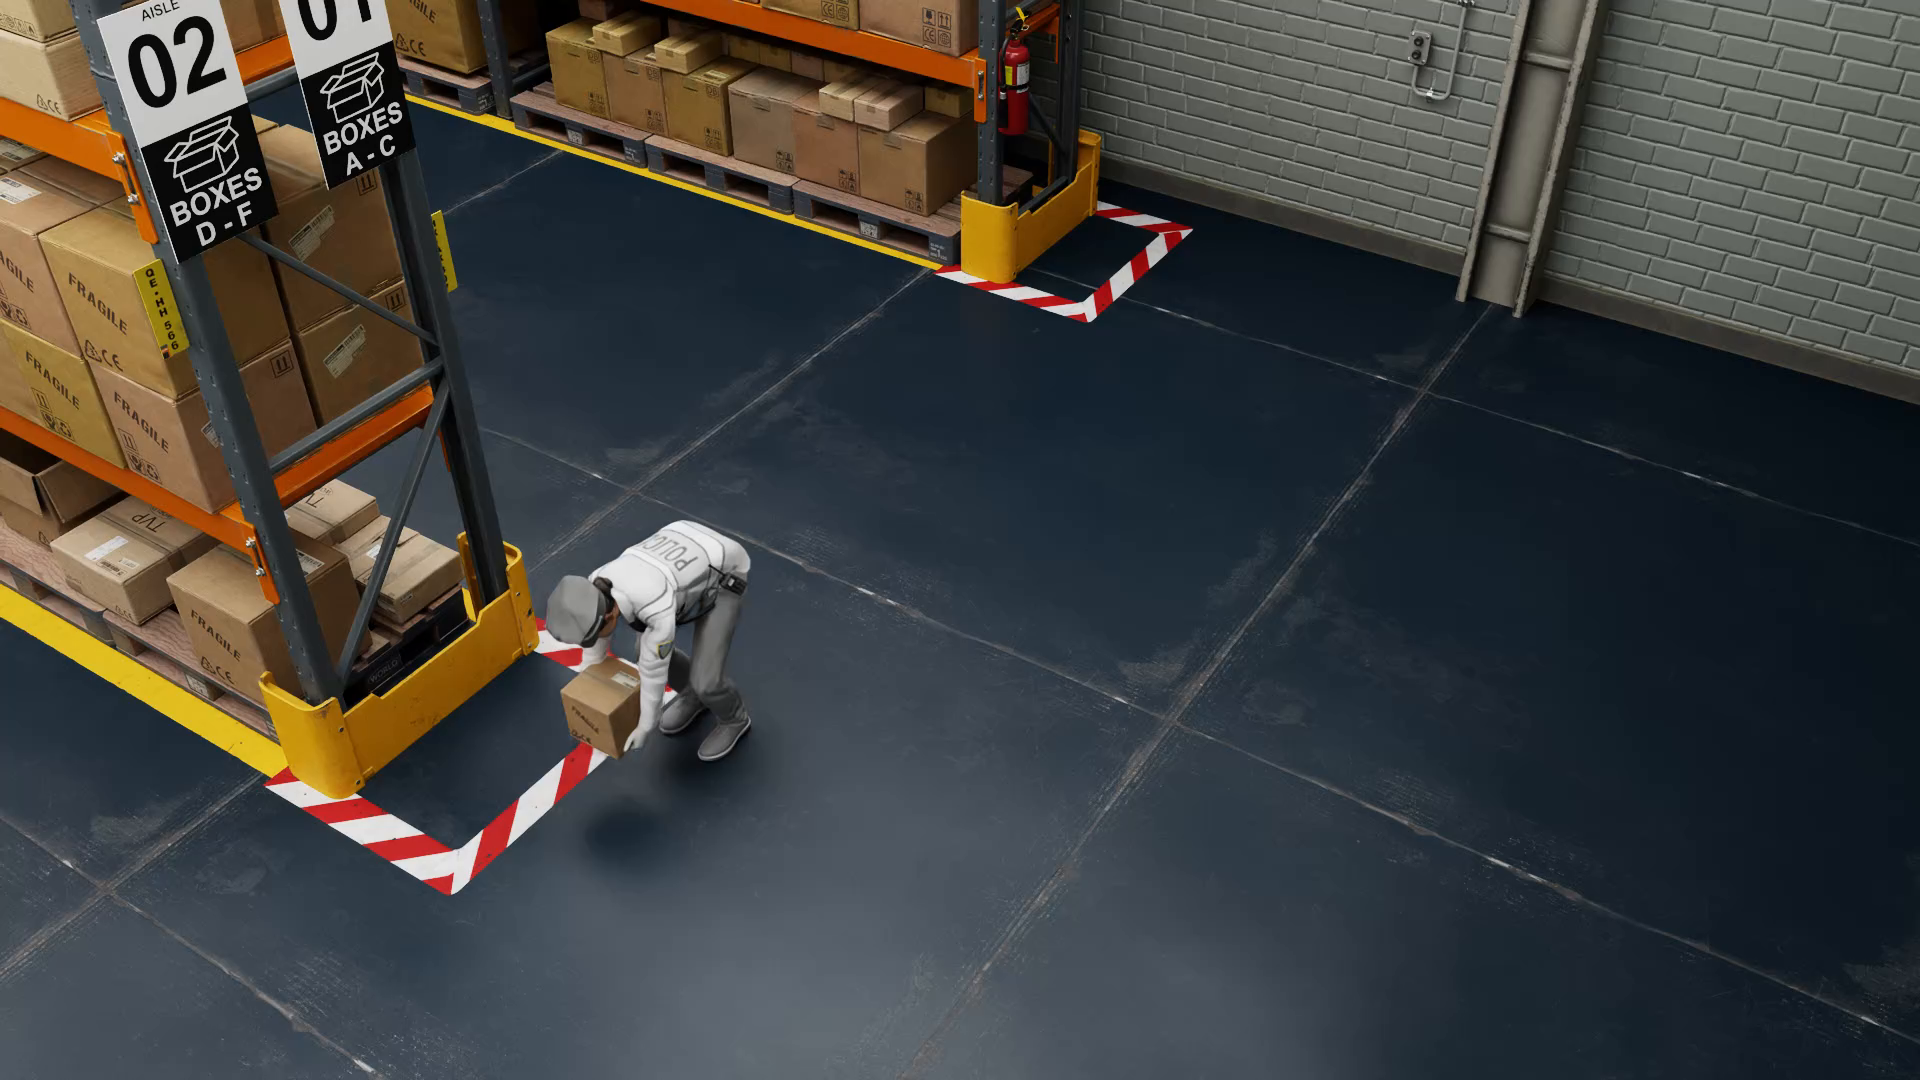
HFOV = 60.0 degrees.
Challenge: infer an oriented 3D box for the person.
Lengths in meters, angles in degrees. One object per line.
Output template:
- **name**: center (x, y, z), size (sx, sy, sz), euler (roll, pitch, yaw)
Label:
- **person**: center (-1.190, 0.445, 6.541), size (0.440, 1.145, 0.915), euler (25, 45, 28)
